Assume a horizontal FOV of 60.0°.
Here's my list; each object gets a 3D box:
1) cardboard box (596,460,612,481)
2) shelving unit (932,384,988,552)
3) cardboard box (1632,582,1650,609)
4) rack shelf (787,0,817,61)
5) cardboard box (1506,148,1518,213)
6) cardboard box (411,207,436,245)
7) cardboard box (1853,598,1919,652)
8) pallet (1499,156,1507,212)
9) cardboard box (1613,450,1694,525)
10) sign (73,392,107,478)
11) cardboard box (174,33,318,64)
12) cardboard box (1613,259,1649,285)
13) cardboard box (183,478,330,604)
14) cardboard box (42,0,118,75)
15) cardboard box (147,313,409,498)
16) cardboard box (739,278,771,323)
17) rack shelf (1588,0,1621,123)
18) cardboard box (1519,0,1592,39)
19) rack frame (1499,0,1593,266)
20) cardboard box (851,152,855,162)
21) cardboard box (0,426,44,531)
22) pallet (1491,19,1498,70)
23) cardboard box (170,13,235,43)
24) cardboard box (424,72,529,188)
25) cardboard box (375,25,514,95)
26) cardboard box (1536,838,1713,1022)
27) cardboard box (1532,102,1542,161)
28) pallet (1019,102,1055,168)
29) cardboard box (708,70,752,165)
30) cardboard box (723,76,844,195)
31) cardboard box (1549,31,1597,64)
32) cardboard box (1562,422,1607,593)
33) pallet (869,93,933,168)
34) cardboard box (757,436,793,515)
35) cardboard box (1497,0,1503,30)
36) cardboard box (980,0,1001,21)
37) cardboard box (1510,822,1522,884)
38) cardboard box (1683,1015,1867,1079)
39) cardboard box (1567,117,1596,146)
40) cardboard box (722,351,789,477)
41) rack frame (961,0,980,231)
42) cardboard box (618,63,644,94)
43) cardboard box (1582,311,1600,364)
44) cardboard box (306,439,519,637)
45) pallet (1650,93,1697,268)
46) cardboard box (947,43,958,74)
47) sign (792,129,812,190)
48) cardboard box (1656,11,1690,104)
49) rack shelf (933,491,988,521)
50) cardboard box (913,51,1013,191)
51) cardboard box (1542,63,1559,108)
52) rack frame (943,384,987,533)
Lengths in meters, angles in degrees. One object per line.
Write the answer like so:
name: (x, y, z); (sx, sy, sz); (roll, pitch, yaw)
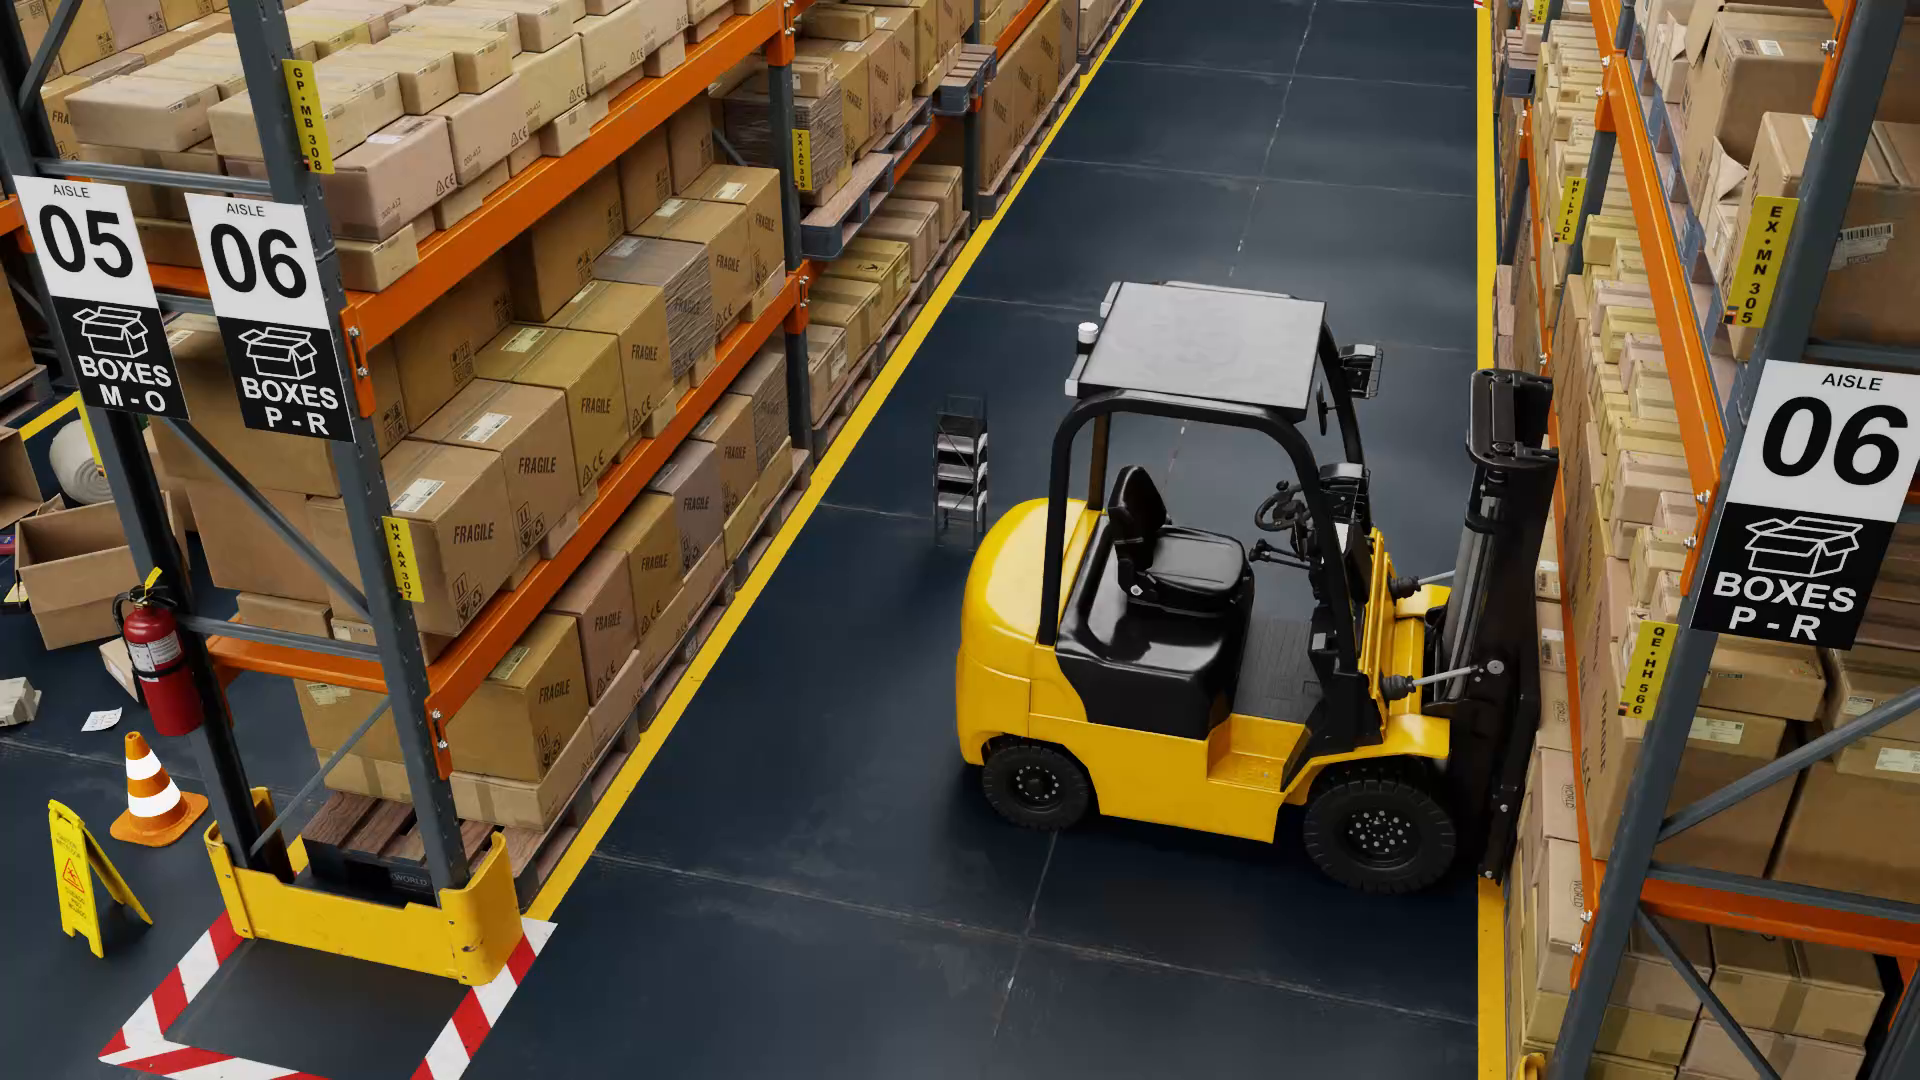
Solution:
cardboard box: (-1.749, -0.354, 7.245); (0.380, 0.149, 0.250); (9, 34, 14)
shelving unit: (0.002, -0.384, 9.015); (0.258, 0.900, 0.210); (8, 33, 12)
cardboard box: (2.398, 0.234, 5.387); (0.380, 0.149, 0.250); (9, 33, 13)
rack shelf: (-0.860, -3.718, 10.177); (1.077, 0.370, 4.000); (8, 33, 12)
cardboard box: (4.486, -2.749, 12.717); (0.500, 0.500, 0.500); (8, 33, 12)
cardboard box: (-2.004, -1.079, 5.589); (0.380, 0.149, 0.250); (7, 33, 11)
cardboard box: (2.839, 0.315, 4.983); (0.380, 0.149, 0.250); (9, 34, 14)
pallet: (4.987, -2.957, 13.704); (1.003, 0.211, 1.213); (8, 33, 12)
cardboard box: (2.473, -0.166, 5.739); (0.380, 0.149, 0.250); (9, 33, 14)
sign: (-2.915, -0.350, 5.631); (0.100, 0.325, 0.005); (8, 33, 12)
cardboard box: (-2.433, -1.618, 5.694); (0.380, 0.149, 0.250); (8, 33, 12)
cardboard box: (3.032, -1.079, 7.177); (0.380, 0.149, 0.250); (7, 33, 11)
cardboard box: (-2.512, -0.129, 6.287); (0.500, 0.500, 0.500); (7, 33, 12)
cardboard box: (-5.932, -3.329, 10.666); (0.700, 0.500, 0.500); (7, 33, 12)
cardboard box: (-2.464, -0.527, 5.980); (0.700, 0.500, 0.500); (7, 33, 11)
cardboard box: (-1.211, -1.273, 8.691); (0.380, 0.149, 0.250); (9, 33, 13)
rack shelf: (3.942, -3.044, 9.117); (1.077, 0.370, 4.000); (8, 33, 12)
cardboard box: (4.404, -3.825, 12.220); (0.500, 0.250, 0.500); (6, 33, 10)
rack frame: (4.450, -3.120, 11.362); (1.000, 3.000, 0.127); (8, 33, 12)
cardboard box: (-0.852, -2.319, 9.945); (0.380, 0.149, 0.250); (10, 34, 15)
cardboard box: (-5.583, -0.341, 9.317); (0.500, 0.500, 0.500); (14, 35, 21)
pallet: (5.948, -5.010, 16.934); (1.003, 0.211, 1.213); (8, 33, 12)
cardboard box: (-5.402, -3.403, 11.713); (0.500, 0.500, 0.500); (9, 33, 13)
cardboard box: (-1.860, -1.455, 5.810); (0.500, 0.250, 0.500); (8, 33, 12)
cardboard box: (-1.788, -1.670, 5.776); (0.380, 0.149, 0.250); (8, 33, 12)
cardboard box: (2.235, 1.311, 5.631); (0.500, 0.250, 0.500); (9, 34, 14)
cardboard box: (3.968, -2.599, 10.683); (0.500, 0.250, 0.500); (7, 33, 11)
pallet: (0.232, -3.647, 14.790); (1.003, 0.211, 1.213); (8, 33, 12)
cardboard box: (-1.472, -2.334, 9.364); (0.500, 0.500, 0.500); (7, 33, 11)
cardboard box: (-0.971, -2.267, 9.259); (0.500, 0.500, 0.500); (9, 33, 14)
cardboard box: (4.017, -3.172, 10.746); (0.380, 0.149, 0.250); (9, 33, 13)
cardboard box: (2.678, -0.098, 6.515); (0.500, 0.500, 0.500); (8, 33, 13)
pallet: (-0.815, -2.680, 10.849); (1.003, 0.211, 1.213); (8, 33, 12)
cardboard box: (-1.258, -0.392, 9.242); (0.500, 0.250, 0.500); (10, 34, 15)
cardboard box: (5.747, -5.390, 16.871); (0.500, 0.500, 0.500); (9, 33, 13)
cardboard box: (0.015, -4.171, 12.689); (0.500, 0.250, 0.500); (8, 33, 12)
cardboard box: (2.504, 1.213, 6.718); (0.500, 0.250, 0.500); (8, 33, 13)
cardboard box: (2.740, 1.588, 5.662); (0.500, 0.250, 0.500); (9, 33, 13)
cardboard box: (3.602, -2.235, 9.272); (0.380, 0.149, 0.250); (8, 33, 13)
cardboard box: (-1.258, -0.708, 9.040); (0.500, 0.500, 0.500); (8, 33, 12)
rack frame: (-0.353, -3.794, 12.422); (1.000, 3.000, 0.127); (8, 33, 12)
cardboard box: (-1.575, -2.017, 7.066); (0.380, 0.149, 0.250); (9, 33, 13)
cardboard box: (2.861, -0.839, 7.076); (0.380, 0.149, 0.250); (9, 33, 13)
cardboard box: (-1.994, -0.018, 6.112); (0.500, 0.500, 0.500); (8, 33, 12)
pallet: (2.931, -1.196, 5.621); (1.003, 0.211, 1.213); (8, 33, 12)
cardboard box: (-0.227, -3.377, 11.609); (0.380, 0.149, 0.250); (8, 33, 12)
sign: (-0.841, -2.014, 8.814); (0.100, 0.325, 0.005); (8, 33, 12)
cardboard box: (2.764, -1.744, 6.042); (0.396, 0.266, 0.258); (7, 33, 11)
rack shelf: (0.002, -0.204, 9.130); (0.258, 0.077, 0.200); (8, 33, 12)
cardboard box: (-0.097, -3.422, 13.425); (0.875, 0.875, 0.875); (8, 33, 12)
cardboard box: (3.972, -2.811, 10.550); (0.500, 0.250, 0.500); (9, 34, 14)
rack frame: (0.028, -0.437, 9.098); (0.240, 0.900, 0.006); (8, 33, 12)
